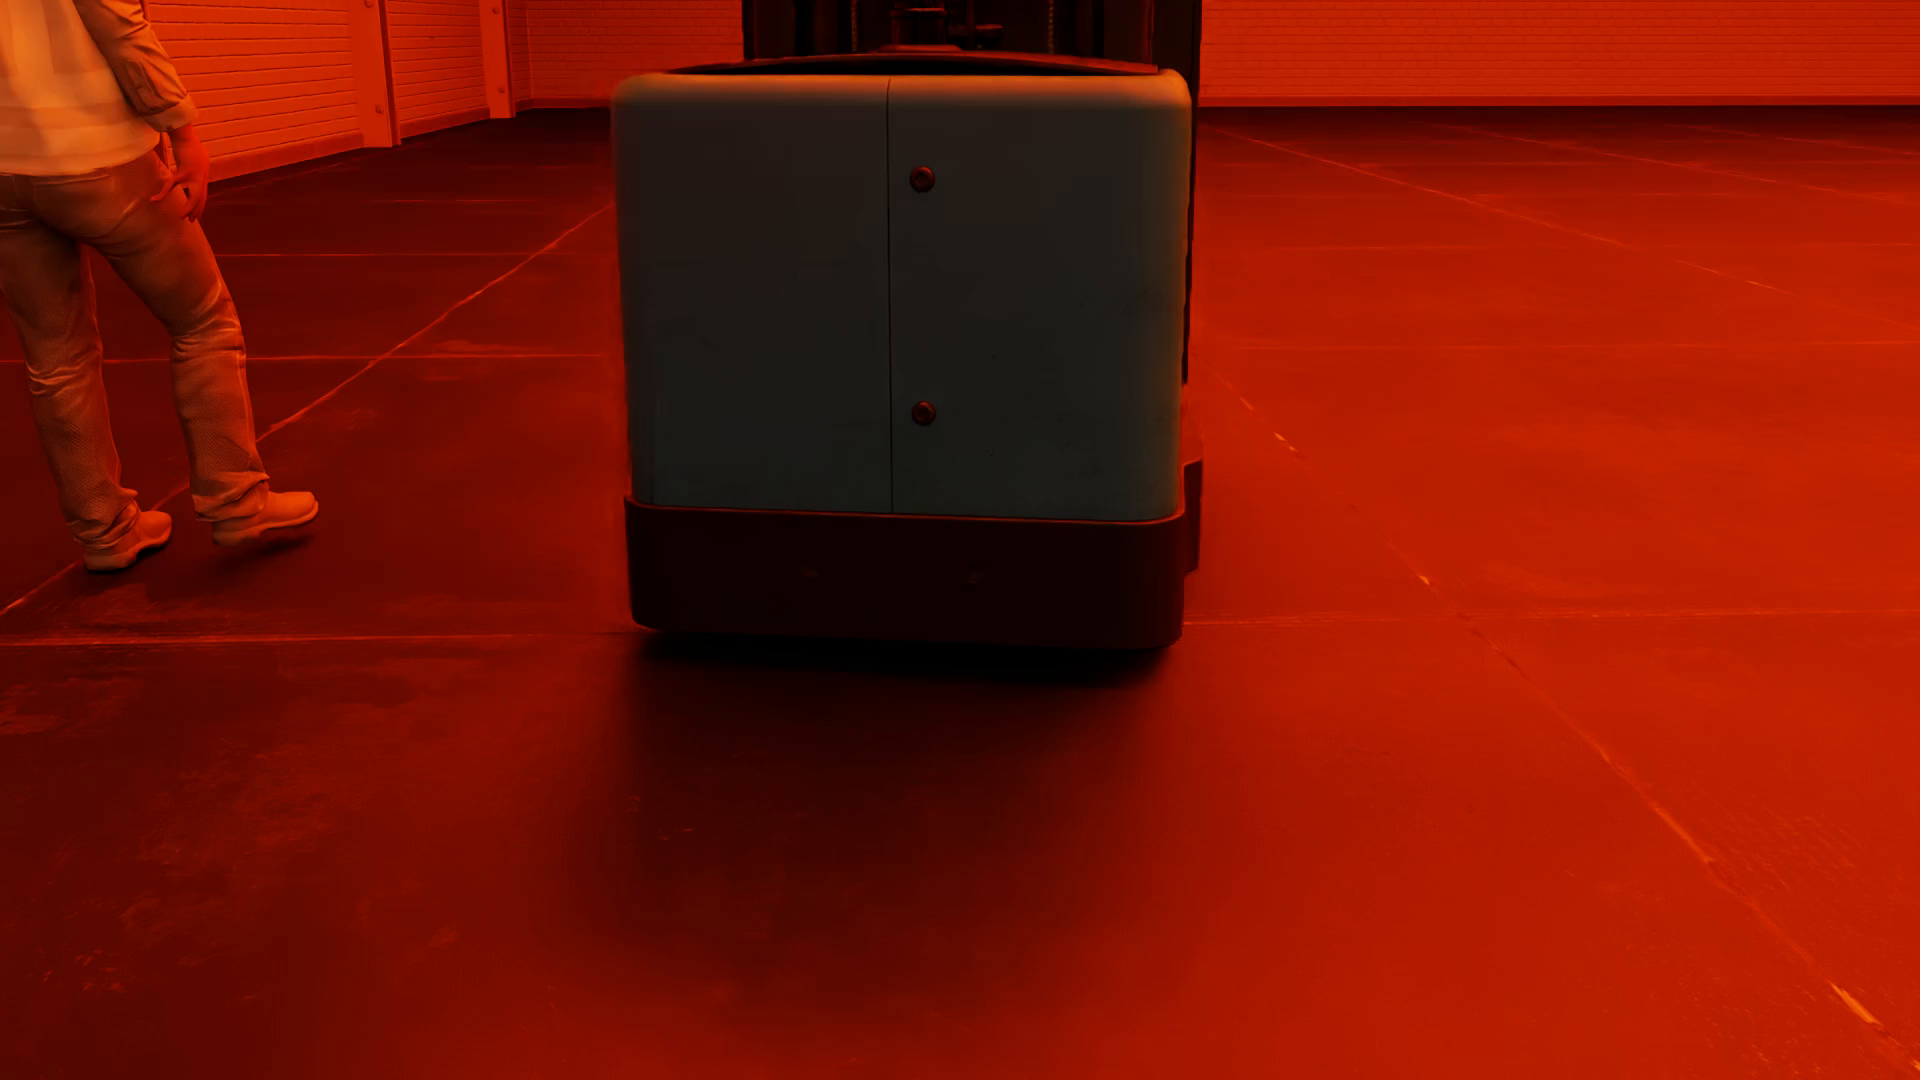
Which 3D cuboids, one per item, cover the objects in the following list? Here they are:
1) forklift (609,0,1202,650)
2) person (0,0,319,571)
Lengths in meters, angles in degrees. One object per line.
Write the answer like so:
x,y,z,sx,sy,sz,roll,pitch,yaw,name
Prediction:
0.055,-1.587,4.094,1.130,2.935,3.031,2,17,6,forklift
-1.860,-0.813,3.517,0.633,1.774,0.568,3,17,9,person
